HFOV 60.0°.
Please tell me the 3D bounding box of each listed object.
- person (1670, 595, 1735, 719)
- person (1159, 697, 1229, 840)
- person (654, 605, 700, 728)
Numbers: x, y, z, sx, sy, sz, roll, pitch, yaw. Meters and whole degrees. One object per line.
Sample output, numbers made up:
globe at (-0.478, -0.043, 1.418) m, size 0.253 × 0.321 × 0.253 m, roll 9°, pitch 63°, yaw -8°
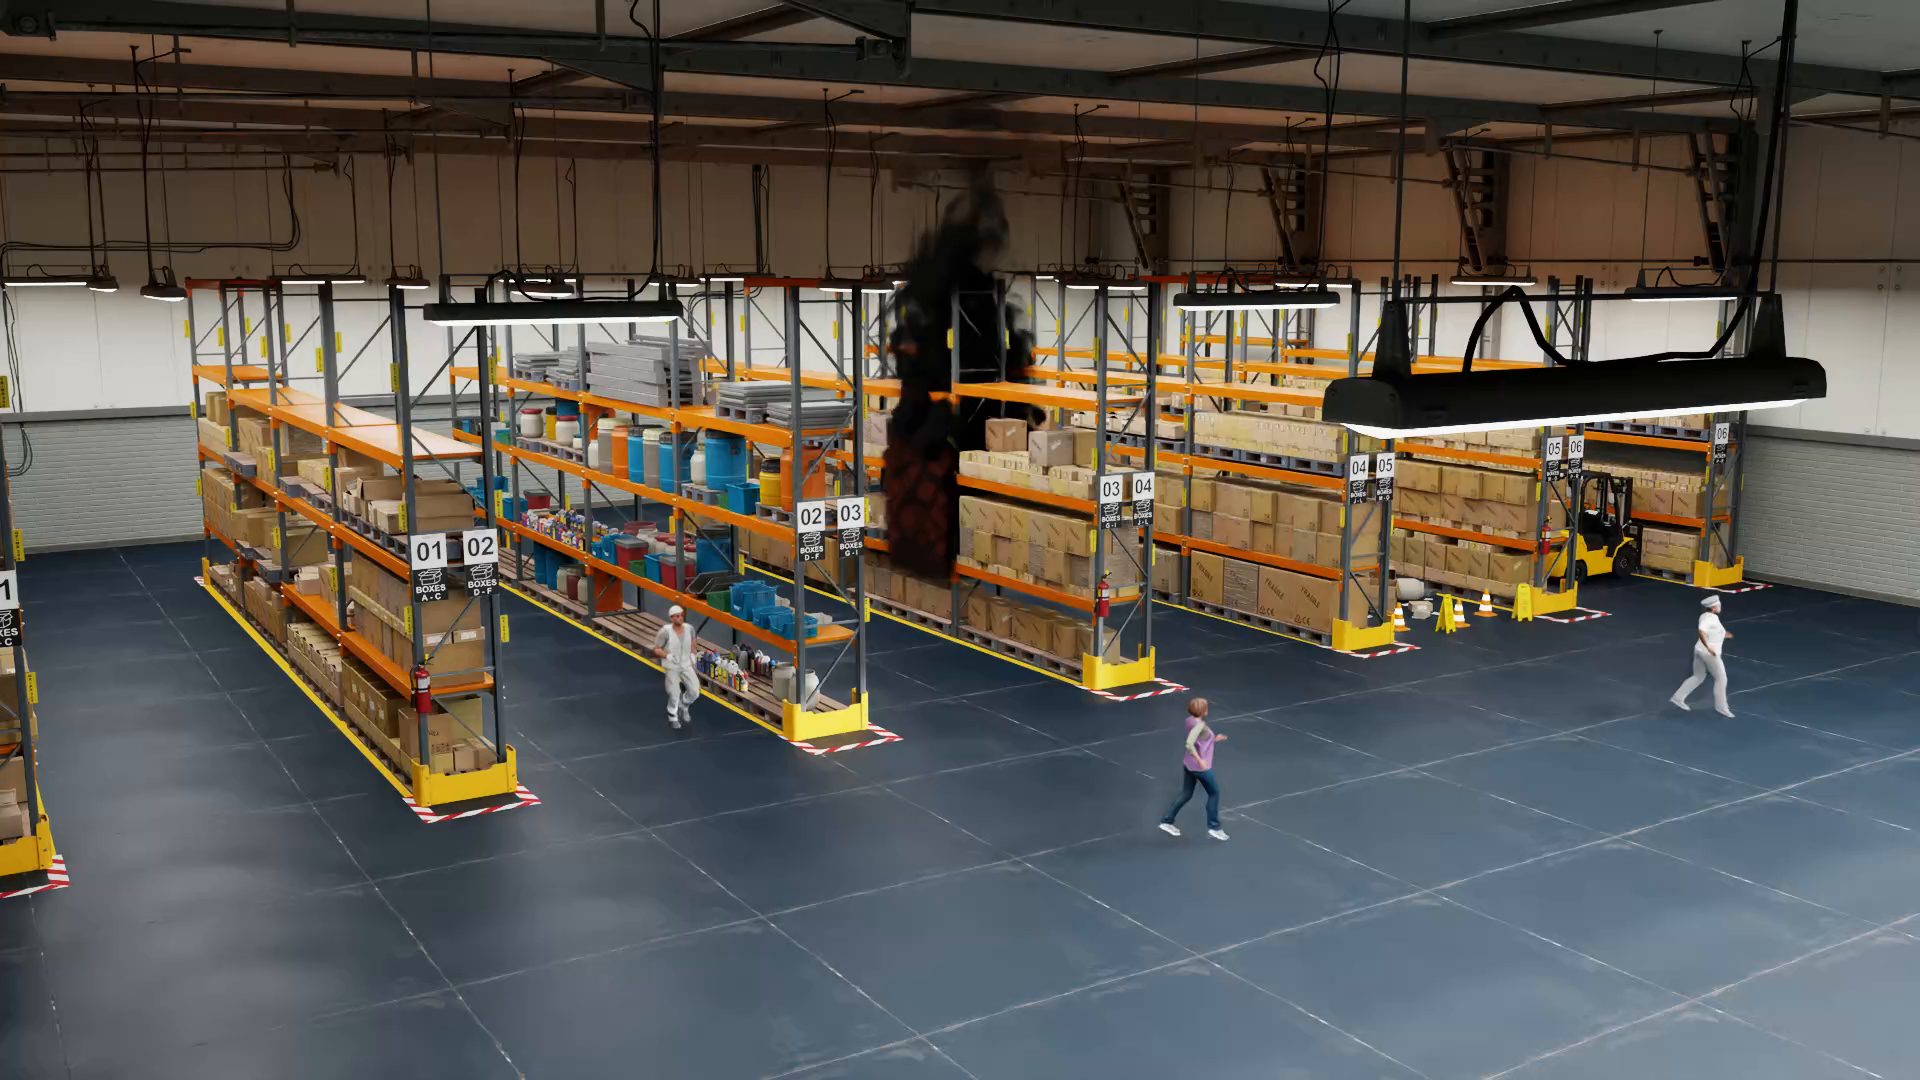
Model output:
person at (10.426, 1.627, 23.248) m, size 0.860 × 1.737 × 0.569 m, roll 0°, pitch 10°, yaw 2°
person at (2.578, 2.513, 18.177) m, size 0.784 × 1.630 × 0.517 m, roll -3°, pitch 10°, yaw -17°
person at (-3.799, 1.729, 22.504) m, size 0.669 × 1.732 × 0.660 m, roll -6°, pitch 11°, yaw -32°
